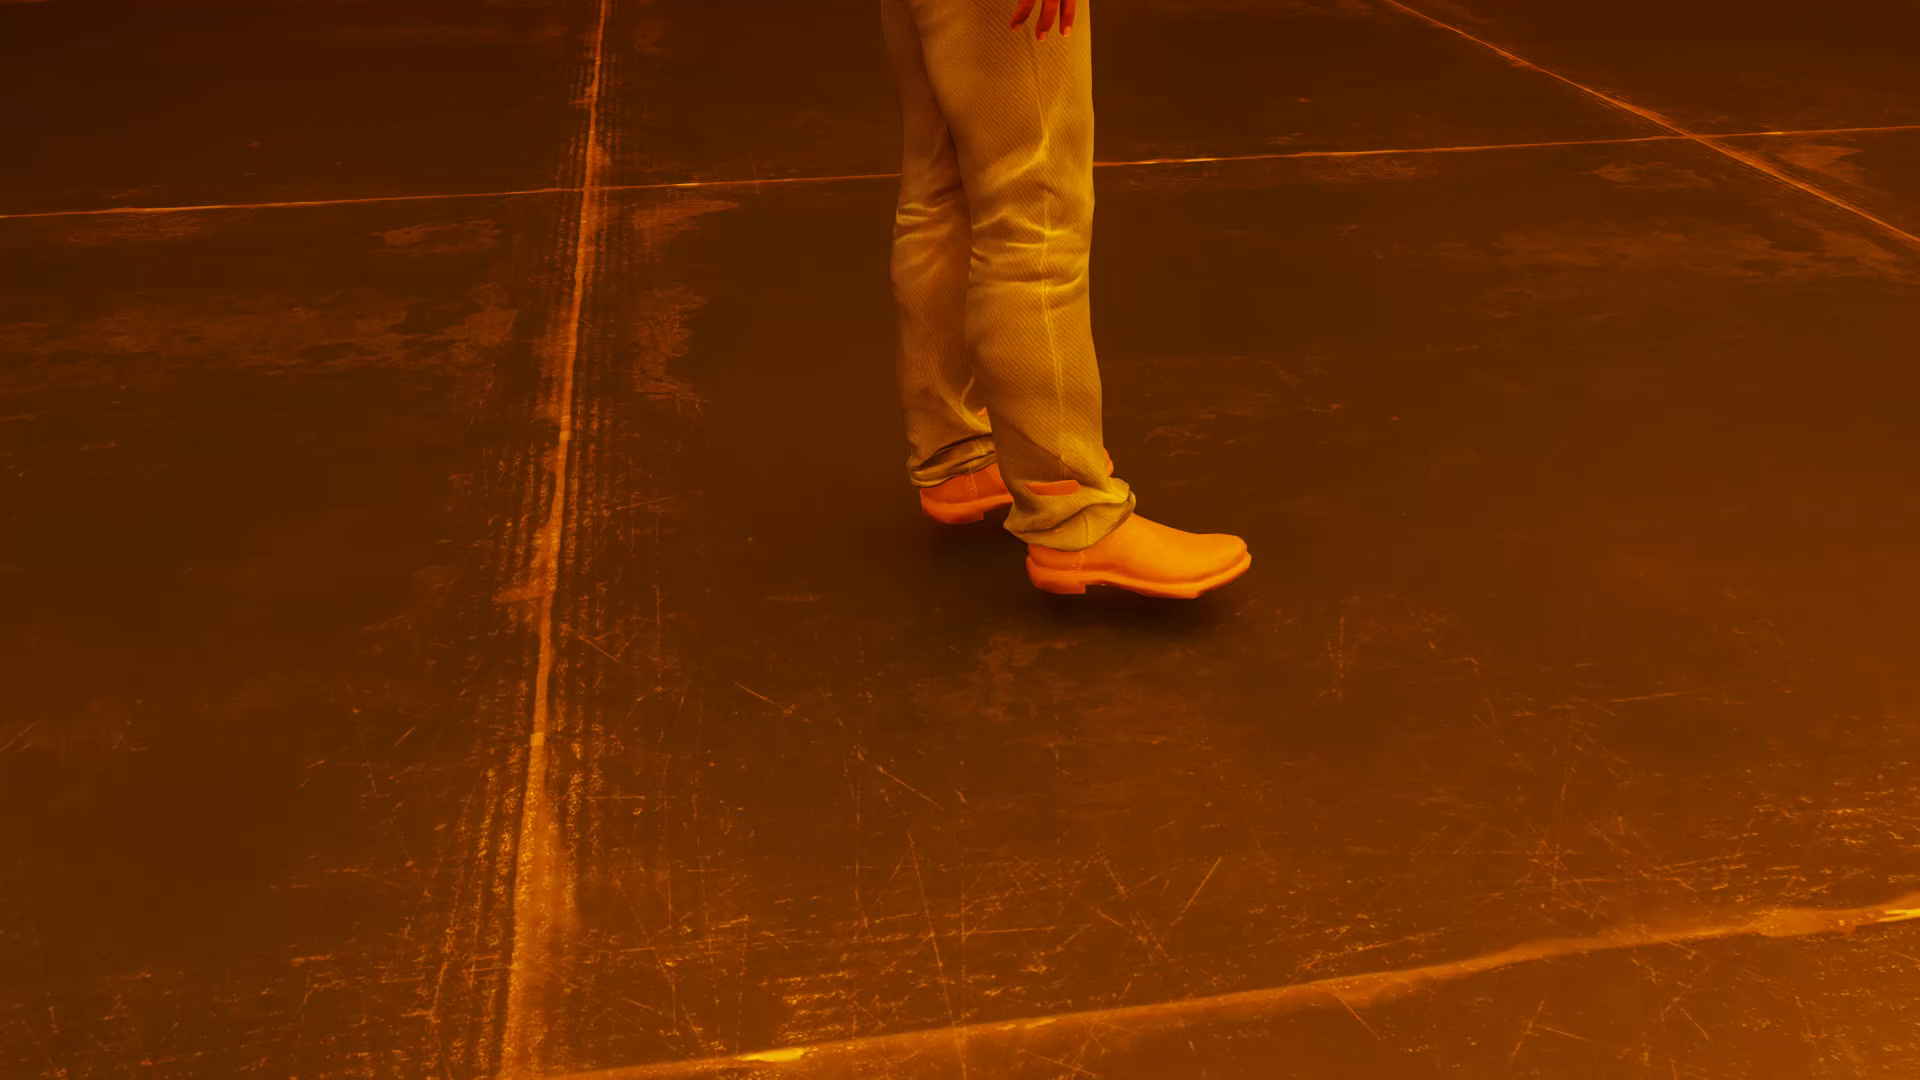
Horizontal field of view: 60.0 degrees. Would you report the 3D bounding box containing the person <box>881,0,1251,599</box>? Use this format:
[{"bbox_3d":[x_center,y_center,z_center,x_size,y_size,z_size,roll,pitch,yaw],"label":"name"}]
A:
[{"bbox_3d":[0.069,-0.822,2.070,0.577,1.759,0.665,-5,28,-9],"label":"person"}]
